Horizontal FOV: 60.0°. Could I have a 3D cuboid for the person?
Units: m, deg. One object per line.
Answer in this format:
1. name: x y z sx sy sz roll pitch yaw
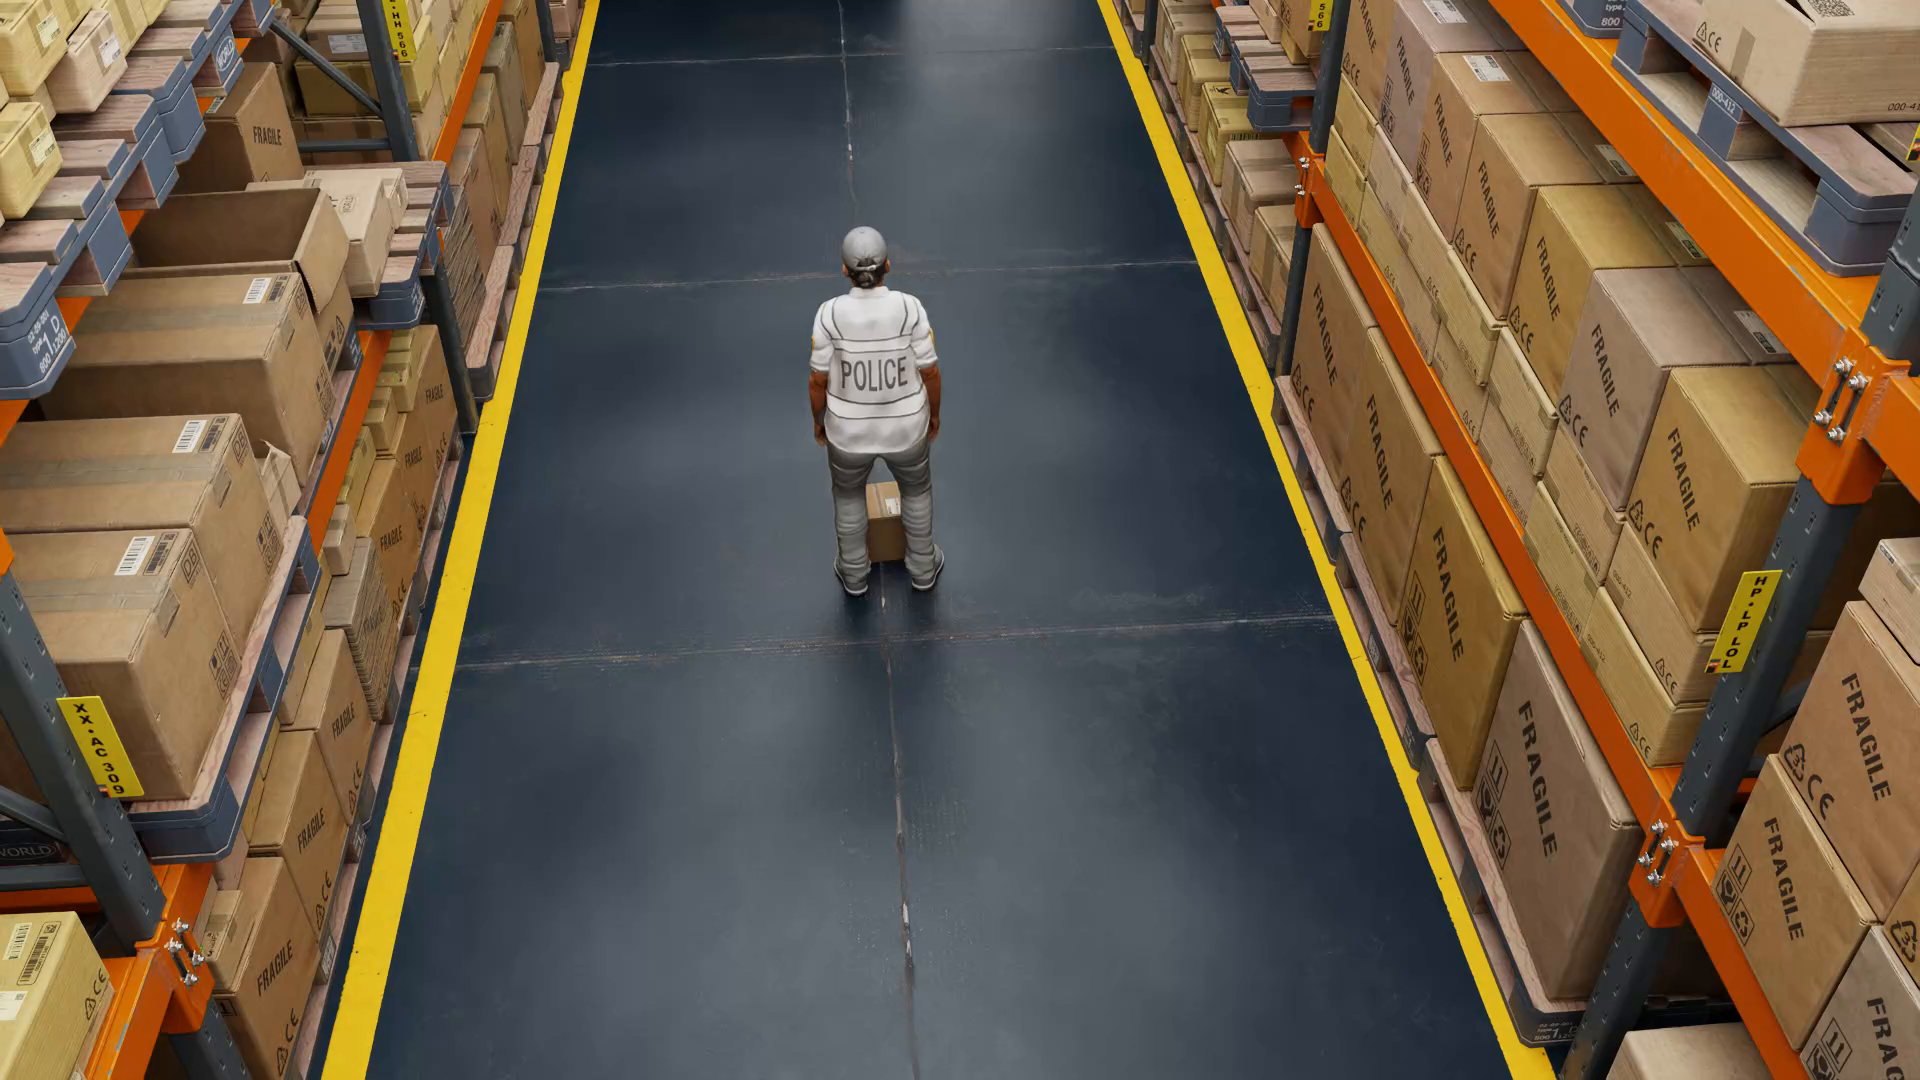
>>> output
1. person: -0.333 -0.489 6.746 0.537 1.666 0.454 -3 39 -4
